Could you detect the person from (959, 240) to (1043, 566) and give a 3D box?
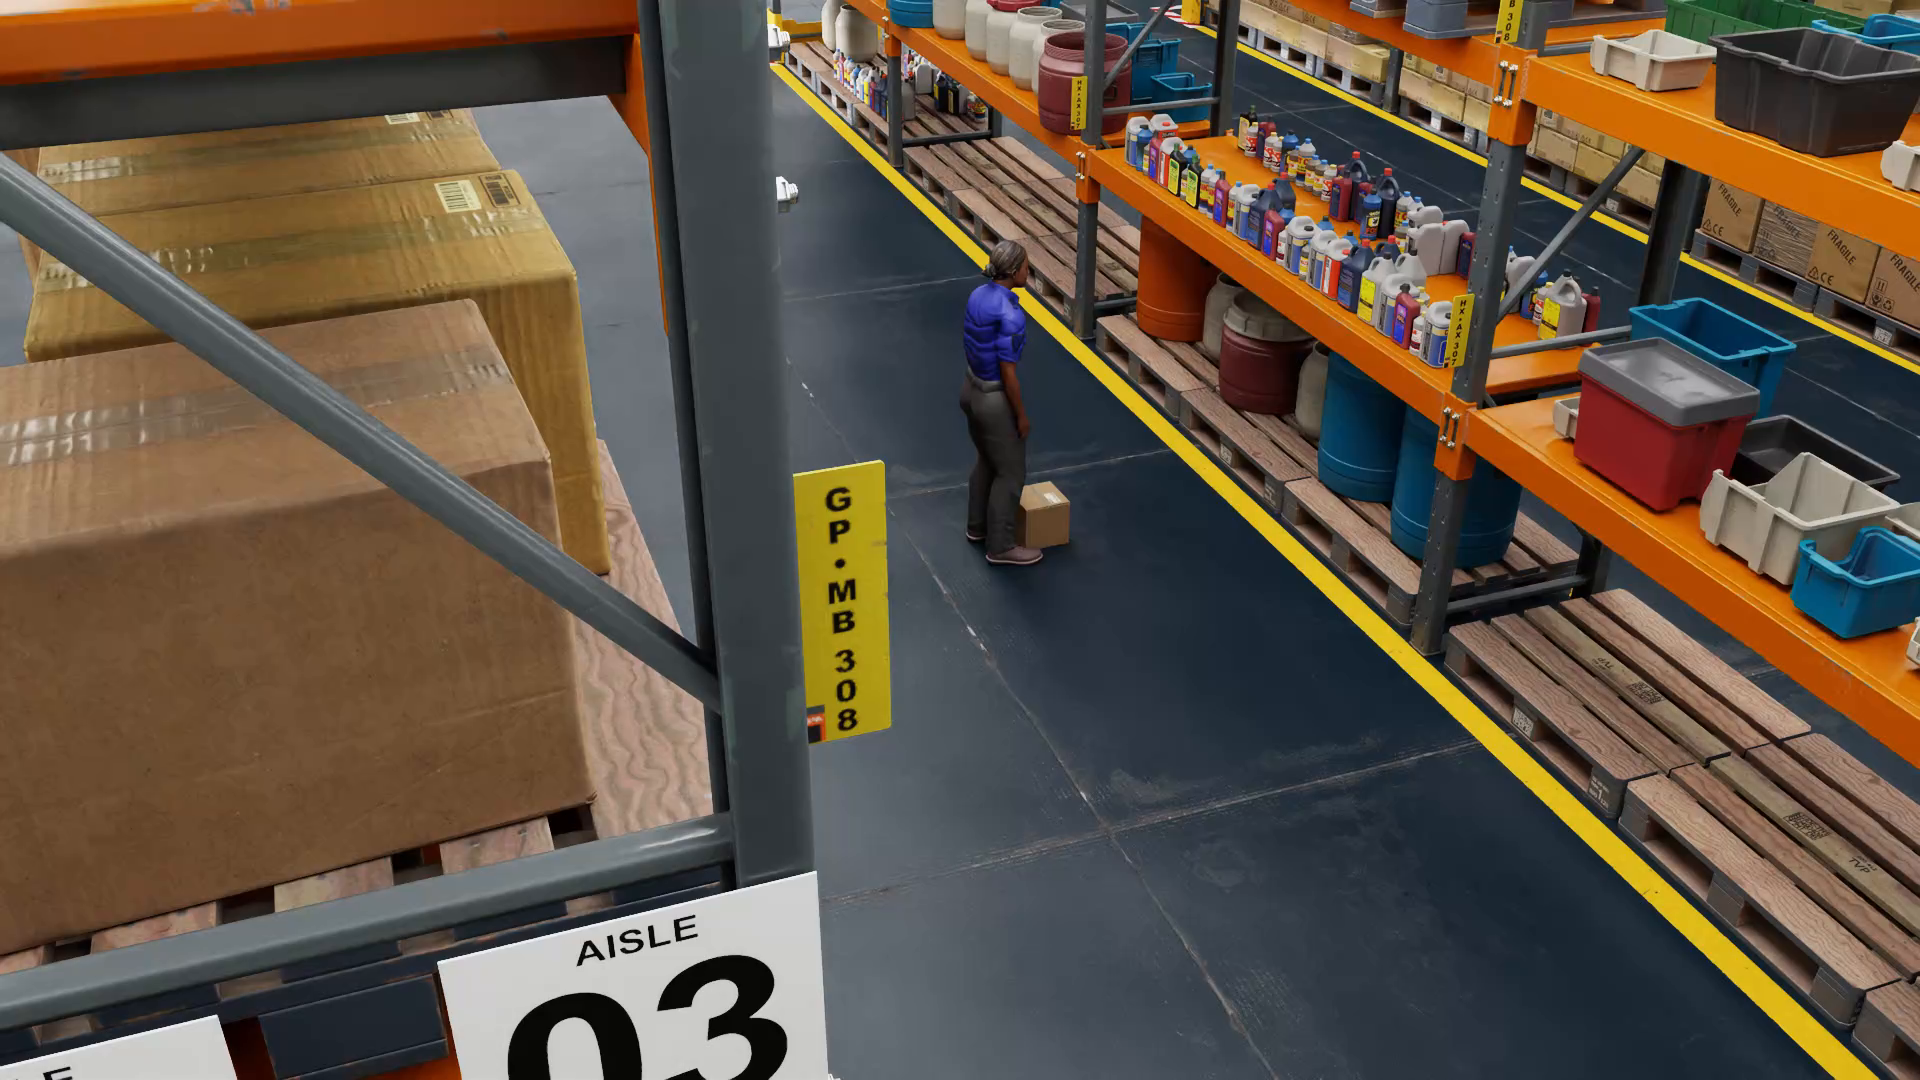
[{"bbox_3d":[0.194,-0.690,8.328,0.347,1.655,0.532,-12,32,-20],"label":"person"}]
